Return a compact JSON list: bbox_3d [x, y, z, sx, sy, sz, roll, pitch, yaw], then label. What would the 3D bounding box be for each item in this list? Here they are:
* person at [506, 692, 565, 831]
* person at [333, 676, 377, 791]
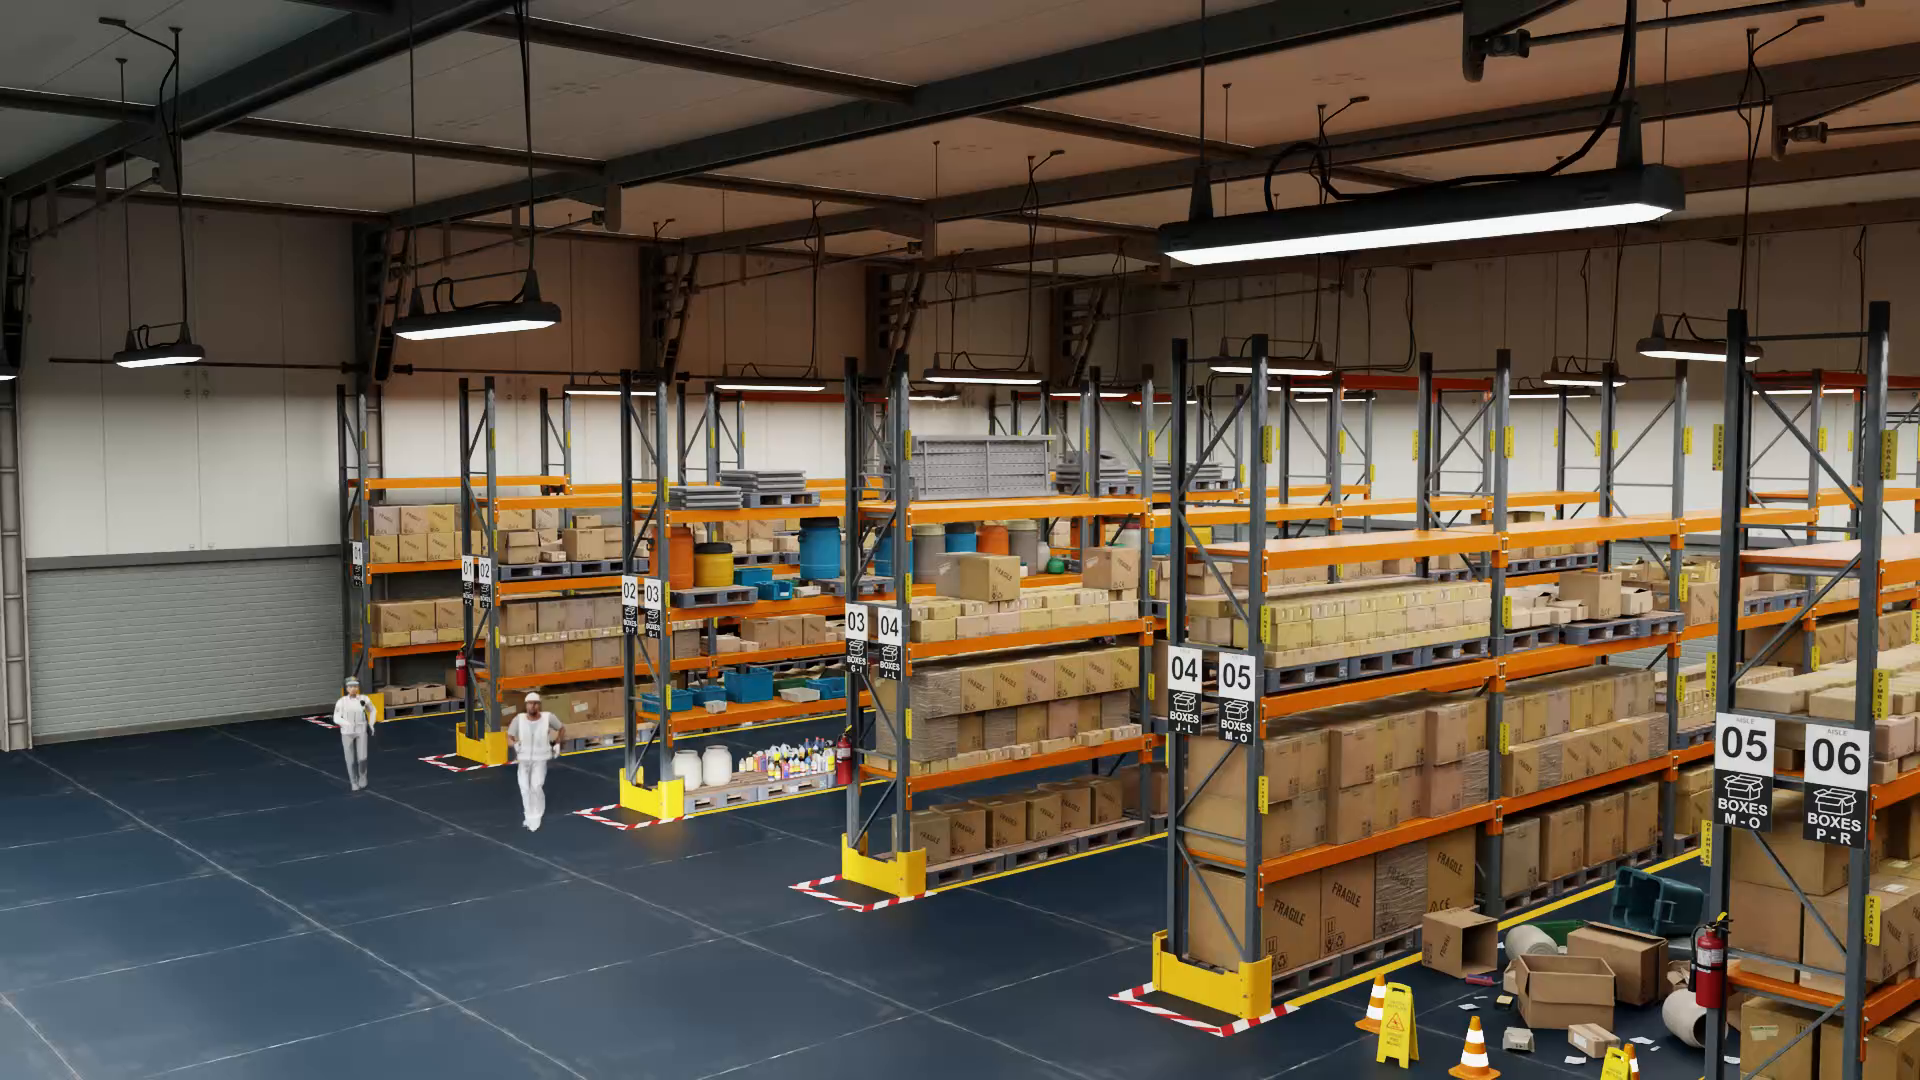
[{"bbox_3d":[-5.523,2.870,21.528,0.699,1.795,0.690,0,4,0],"label":"person"},{"bbox_3d":[-8.620,2.768,23.708,0.579,1.659,0.597,-1,4,-20],"label":"person"}]
